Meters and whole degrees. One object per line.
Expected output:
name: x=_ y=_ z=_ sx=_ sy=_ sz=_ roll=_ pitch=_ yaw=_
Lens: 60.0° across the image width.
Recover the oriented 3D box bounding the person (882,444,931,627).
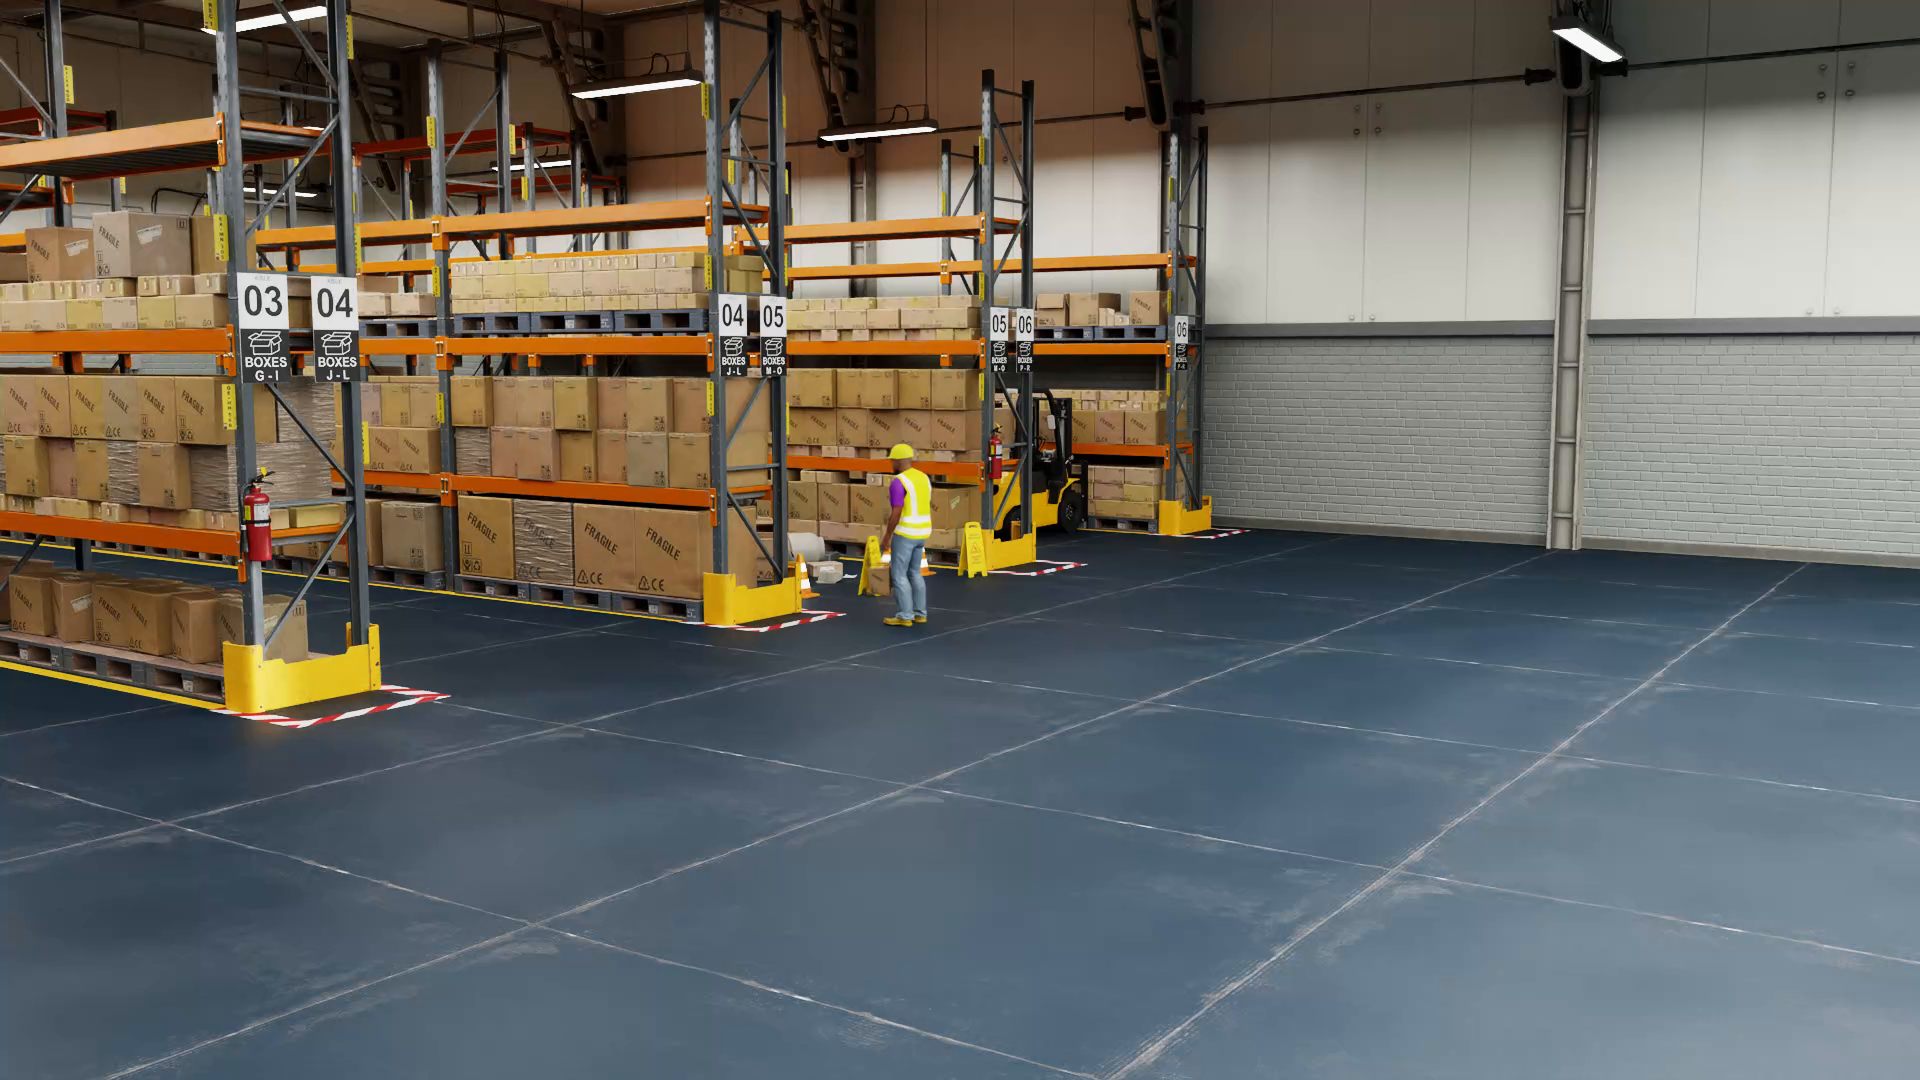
person: x=-0.535 y=-0.051 z=16.167 sx=0.461 sy=1.759 sz=0.634 roll=4 pitch=7 yaw=30
